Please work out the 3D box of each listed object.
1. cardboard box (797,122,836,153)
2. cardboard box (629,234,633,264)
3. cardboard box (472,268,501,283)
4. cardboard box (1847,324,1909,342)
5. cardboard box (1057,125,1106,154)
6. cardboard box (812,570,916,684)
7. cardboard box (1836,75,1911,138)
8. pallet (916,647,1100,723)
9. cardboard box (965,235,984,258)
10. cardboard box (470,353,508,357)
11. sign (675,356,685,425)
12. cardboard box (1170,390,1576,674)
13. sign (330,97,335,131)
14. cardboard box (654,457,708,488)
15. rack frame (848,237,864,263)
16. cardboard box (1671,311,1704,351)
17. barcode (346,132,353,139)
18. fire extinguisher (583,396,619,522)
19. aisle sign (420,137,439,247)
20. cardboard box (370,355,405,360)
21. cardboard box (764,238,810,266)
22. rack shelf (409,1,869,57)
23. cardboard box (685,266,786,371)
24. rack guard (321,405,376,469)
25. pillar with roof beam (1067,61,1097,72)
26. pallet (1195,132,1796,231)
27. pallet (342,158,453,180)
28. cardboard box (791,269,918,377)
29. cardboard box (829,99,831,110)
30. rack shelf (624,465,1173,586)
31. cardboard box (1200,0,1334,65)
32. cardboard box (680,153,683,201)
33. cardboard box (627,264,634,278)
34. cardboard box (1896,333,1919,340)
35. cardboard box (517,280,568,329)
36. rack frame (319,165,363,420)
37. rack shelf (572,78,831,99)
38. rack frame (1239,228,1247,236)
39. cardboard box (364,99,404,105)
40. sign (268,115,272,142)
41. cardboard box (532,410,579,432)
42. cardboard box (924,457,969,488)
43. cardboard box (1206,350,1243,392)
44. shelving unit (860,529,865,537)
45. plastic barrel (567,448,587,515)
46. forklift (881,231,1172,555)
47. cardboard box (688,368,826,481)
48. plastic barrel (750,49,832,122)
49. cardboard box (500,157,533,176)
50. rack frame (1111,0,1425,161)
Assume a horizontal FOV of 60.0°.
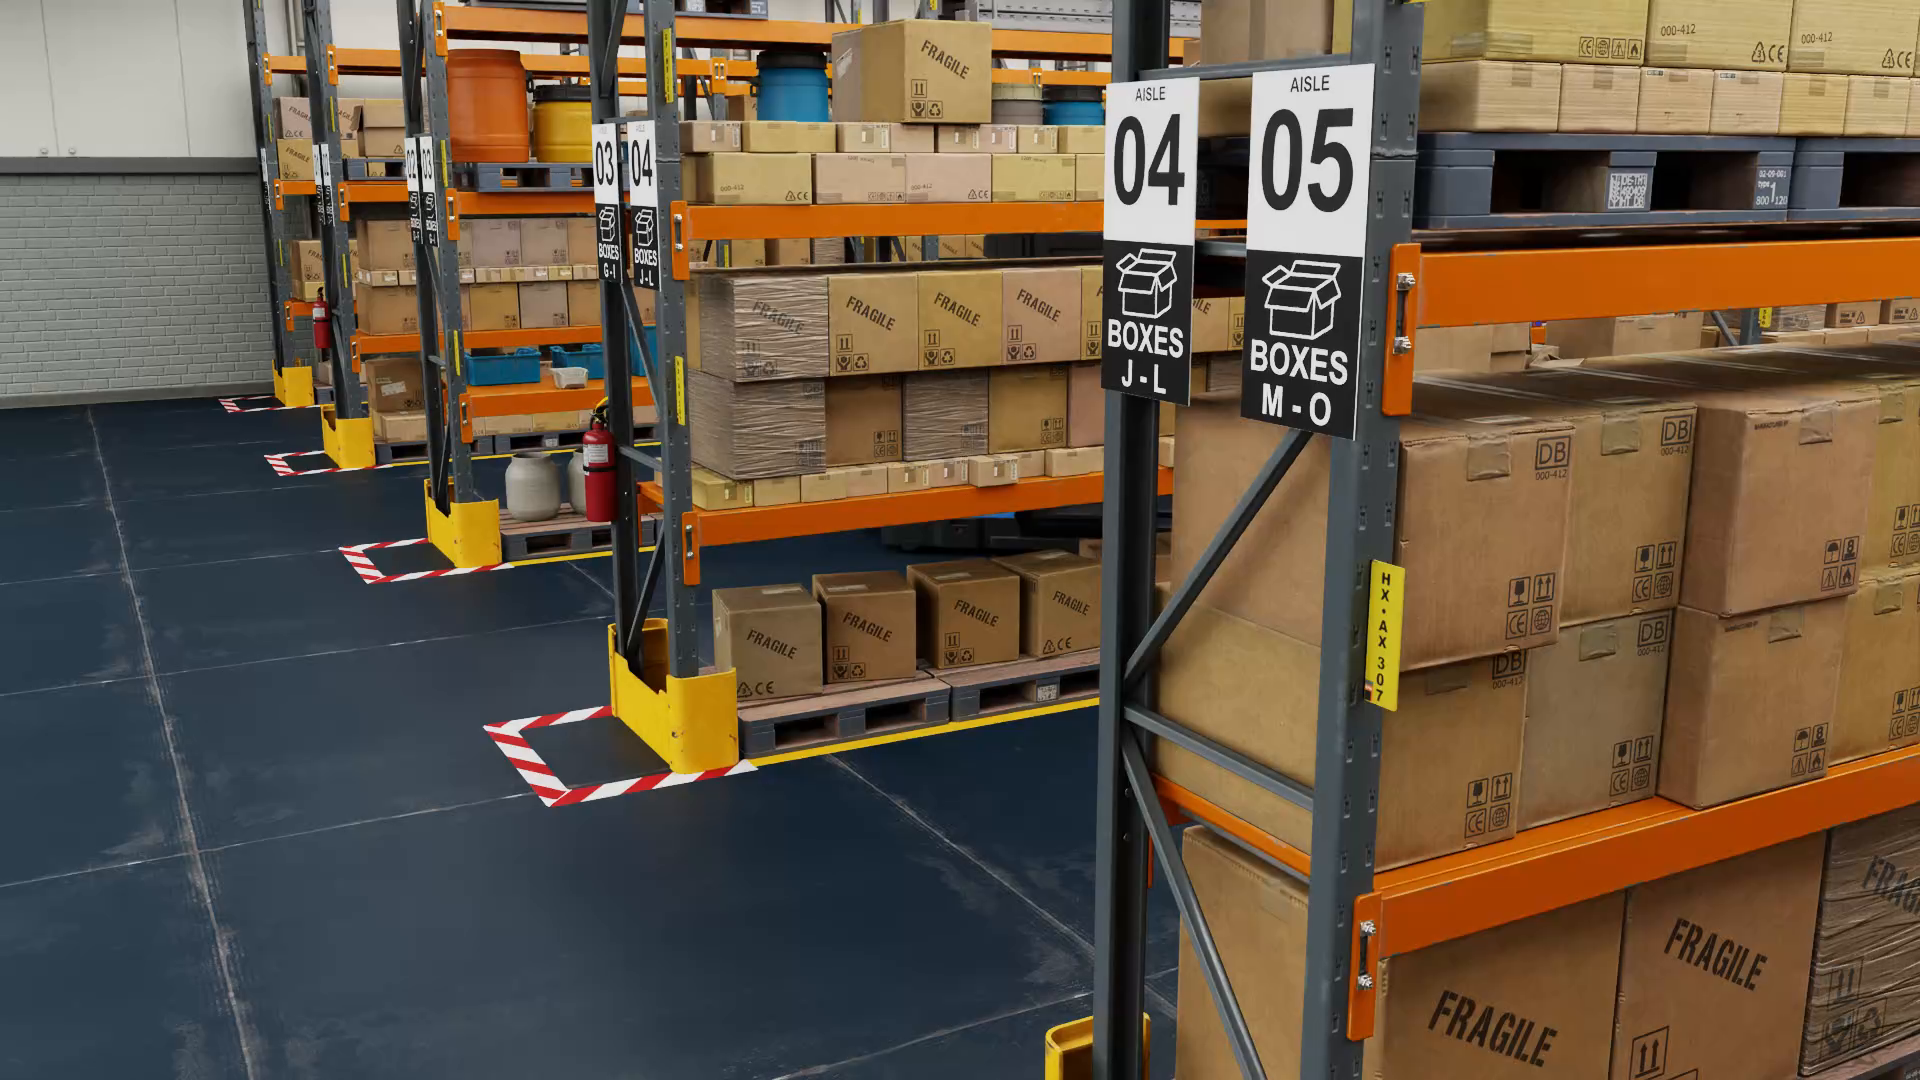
[{"bbox_3d":[-0.819,-2.030,8.397,0.250,0.149,0.380,-7,15,-29],"label":"cardboard box"},{"bbox_3d":[-3.670,-3.312,18.312,0.500,0.500,0.700,-7,14,-28],"label":"cardboard box"},{"bbox_3d":[-4.999,-2.785,17.447,0.250,0.149,0.380,-7,15,-30],"label":"cardboard box"},{"bbox_3d":[6.870,-1.400,12.770,0.500,0.500,0.500,-7,15,-29],"label":"cardboard box"},{"bbox_3d":[0.601,-2.177,9.054,0.250,0.149,0.380,-6,14,-25],"label":"cardboard box"},{"bbox_3d":[-0.544,0.481,9.376,0.500,0.500,0.500,-3,13,-13],"label":"cardboard box"},{"bbox_3d":[2.242,-1.137,4.383,0.250,0.149,0.380,-7,14,-28],"label":"cardboard box"},{"bbox_3d":[0.258,0.745,9.819,1.213,0.211,1.003,-7,14,-28],"label":"pallet"},{"bbox_3d":[0.196,-4.474,25.706,0.500,0.500,0.500,-6,14,-26],"label":"cardboard box"},{"bbox_3d":[-5.153,-1.762,18.205,0.500,0.500,0.500,-7,14,-28],"label":"cardboard box"},{"bbox_3d":[-1.348,-0.719,8.002,0.005,0.325,0.100,-7,14,-28],"label":"sign"},{"bbox_3d":[1.024,-0.067,4.272,0.550,0.550,0.875,-7,14,-28],"label":"cardboard box"},{"bbox_3d":[-6.091,-4.132,16.134,0.005,0.325,0.100,-7,14,-28],"label":"sign"},{"bbox_3d":[-1.457,-0.349,8.899,0.250,0.149,0.380,-7,14,-28],"label":"cardboard box"},{"bbox_3d":[-1.707,-4.107,25.026,0.127,3.000,1.000,-7,14,-28],"label":"rack frame"},{"bbox_3d":[4.959,-1.432,11.957,0.500,0.500,0.500,-9,16,-35],"label":"cardboard box"},{"bbox_3d":[-6.318,-4.182,17.207,0.075,0.075,0.001,-7,14,-28],"label":"barcode"},{"bbox_3d":[-1.930,-0.440,8.911,0.183,0.674,0.296,-7,14,-28],"label":"fire extinguisher"},{"bbox_3d":[-3.904,-2.560,12.233,0.004,0.787,0.394,-7,14,-28],"label":"aisle sign"},{"bbox_3d":[-7.578,-2.283,22.046,0.500,0.311,0.500,-6,14,-23],"label":"cardboard box"},{"bbox_3d":[-2.592,-4.255,24.454,0.500,0.500,0.700,-8,15,-33],"label":"cardboard box"},{"bbox_3d":[-2.226,-3.947,13.202,4.000,0.370,1.077,-7,14,-28],"label":"rack shelf"},{"bbox_3d":[-1.244,-1.189,8.876,0.500,0.500,0.500,-7,14,-28],"label":"cardboard box"},{"bbox_3d":[-6.373,-1.089,17.309,0.348,0.500,1.175,-7,14,-28],"label":"rack guard"},{"bbox_3d":[4.067,-6.865,23.618,0.400,9.000,9.100,-7,14,-28],"label":"pillar with roof beam"},{"bbox_3d":[1.326,-0.935,4.303,1.213,0.211,1.003,-7,14,-28],"label":"pallet"},{"bbox_3d":[-5.719,-3.801,17.035,1.213,0.211,1.003,-7,14,-28],"label":"pallet"},{"bbox_3d":[-0.553,-1.140,8.659,0.500,0.500,0.500,-7,14,-28],"label":"cardboard box"},{"bbox_3d":[-1.792,-4.814,19.015,0.500,0.500,0.500,-5,14,-22],"label":"cardboard box"},{"bbox_3d":[0.147,-0.261,9.575,4.000,0.370,1.077,-7,14,-28],"label":"rack shelf"},{"bbox_3d":[0.975,-1.329,4.332,0.500,0.250,0.500,-7,14,-27],"label":"cardboard box"},{"bbox_3d":[-1.307,-1.891,8.691,0.500,0.250,0.500,-6,14,-27],"label":"cardboard box"},{"bbox_3d":[-3.653,-2.946,18.161,0.250,0.149,0.380,-7,14,-28],"label":"cardboard box"},{"bbox_3d":[3.850,-0.424,5.858,0.550,0.550,0.875,-7,14,-28],"label":"cardboard box"},{"bbox_3d":[-4.578,-2.570,17.968,0.500,0.500,0.700,-6,14,-26],"label":"cardboard box"},{"bbox_3d":[-6.352,-2.311,17.046,0.127,3.000,1.000,-7,14,-28],"label":"rack frame"},{"bbox_3d":[-3.462,-6.277,23.555,4.000,0.370,1.077,-7,14,-28],"label":"rack shelf"},{"bbox_3d":[3.040,-2.198,16.542,0.127,3.000,1.000,-7,14,-28],"label":"rack frame"},{"bbox_3d":[-7.365,-5.368,21.246,0.500,0.500,0.500,-6,14,-26],"label":"cardboard box"},{"bbox_3d":[-8.468,-5.050,20.396,0.005,0.325,0.100,-7,14,-28],"label":"sign"},{"bbox_3d":[-4.457,-1.345,18.062,0.500,0.250,0.500,-7,14,-28],"label":"cardboard box"},{"bbox_3d":[-0.150,-0.396,9.108,0.250,0.149,0.380,-7,14,-28],"label":"cardboard box"},{"bbox_3d":[1.478,-0.981,10.230,0.500,0.500,0.875,-7,14,-28],"label":"cardboard box"},{"bbox_3d":[-0.690,-0.557,13.693,0.252,1.050,0.215,1,13,6],"label":"shelving unit"},{"bbox_3d":[-3.001,-0.484,13.637,0.421,0.512,0.421,0,13,0],"label":"plastic barrel"},{"bbox_3d":[0.928,-1.397,13.143,3.031,2.935,1.130,1,13,6],"label":"forklift"},{"bbox_3d":[-1.112,-0.648,8.751,0.500,0.500,0.875,-7,14,-28],"label":"cardboard box"},{"bbox_3d":[-1.396,-3.606,13.868,0.708,0.901,0.600,-7,14,-28],"label":"plastic barrel"},{"bbox_3d":[-5.992,-5.056,22.140,0.500,0.500,0.500,-8,15,-33],"label":"cardboard box"},{"bbox_3d":[0.679,-2.362,3.608,0.127,3.000,1.000,-7,14,-28],"label":"rack frame"}]
